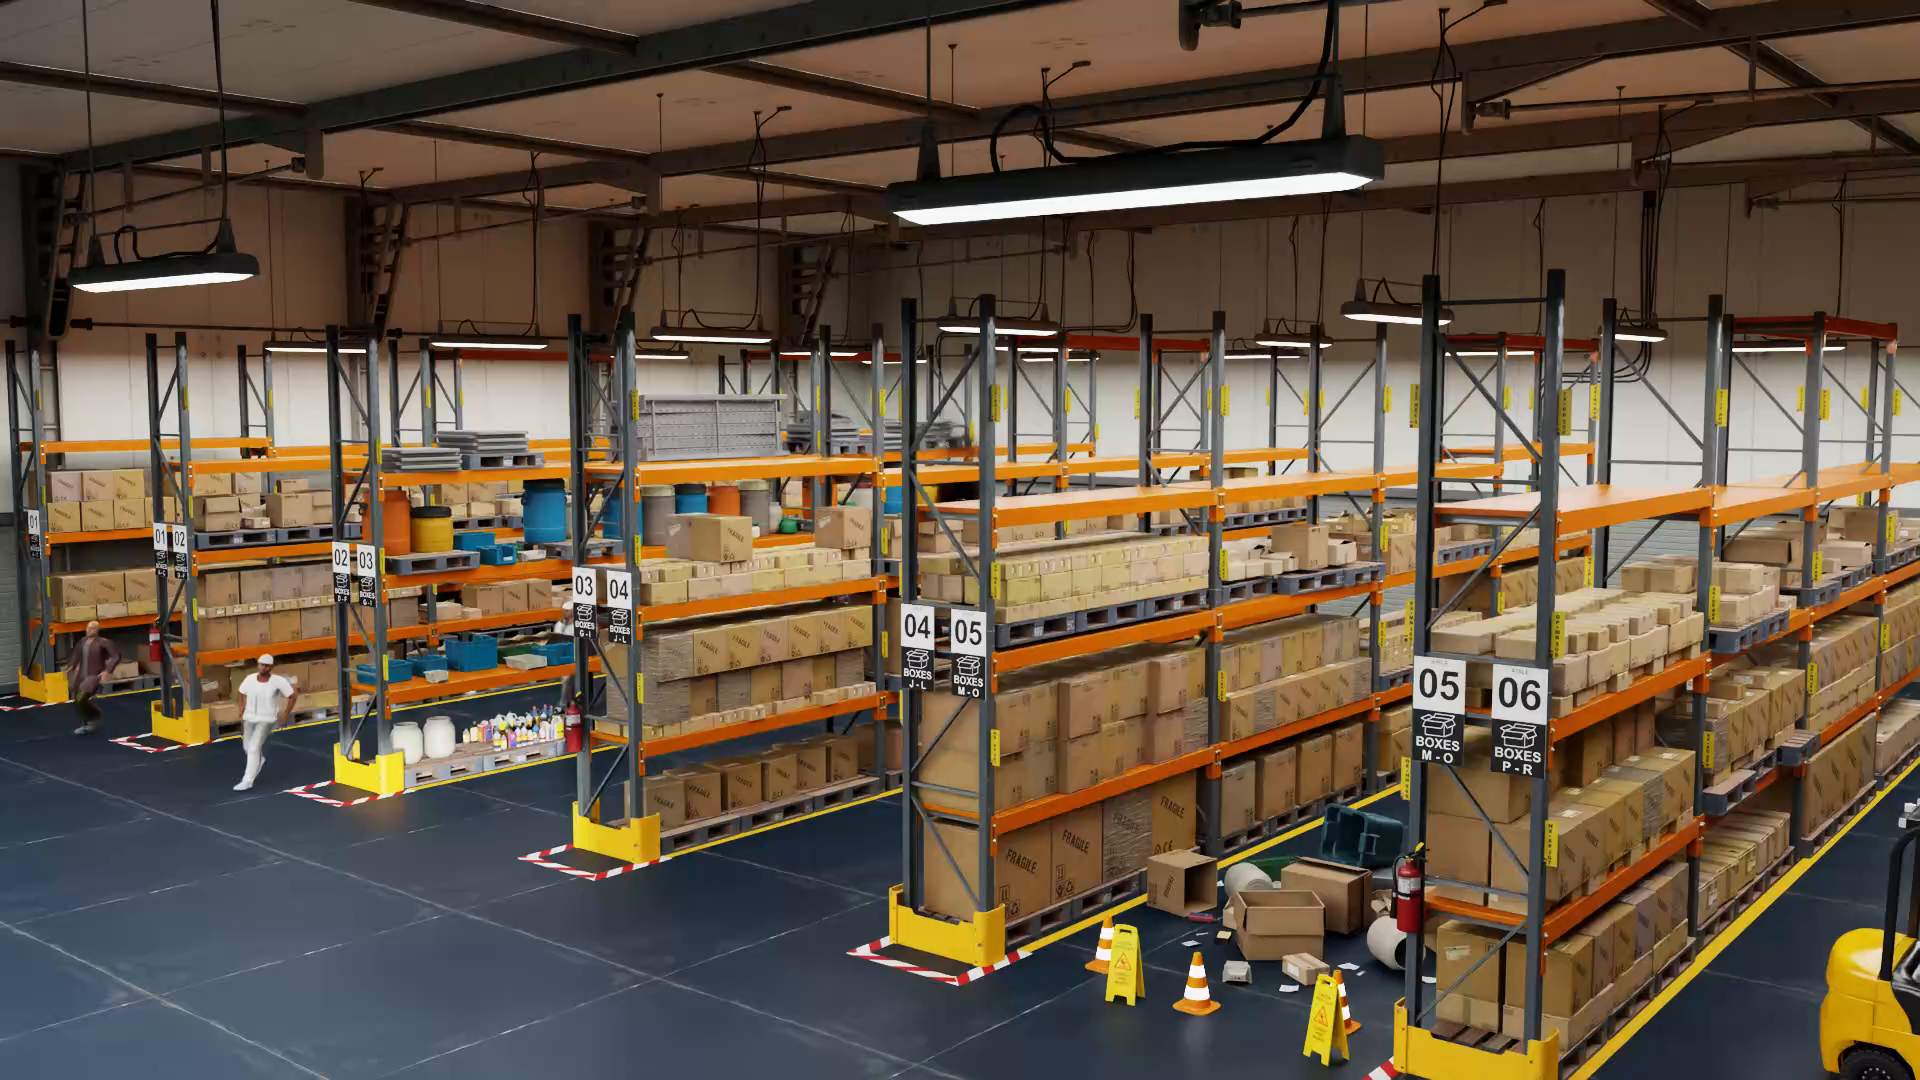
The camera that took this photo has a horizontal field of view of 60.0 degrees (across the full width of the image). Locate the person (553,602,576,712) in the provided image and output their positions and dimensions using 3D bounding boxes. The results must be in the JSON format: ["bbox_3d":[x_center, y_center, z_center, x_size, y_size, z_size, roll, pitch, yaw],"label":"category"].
[{"bbox_3d":[-6.259,1.866,26.600,0.660,1.764,0.955,2,6,25],"label":"person"}]

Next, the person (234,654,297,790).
[{"bbox_3d":[-9.081,2.343,21.707,0.765,1.736,0.854,0,5,4],"label":"person"}]

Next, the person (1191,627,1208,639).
[{"bbox_3d":[3.616,2.013,24.732,0.700,1.719,0.989,3,6,31],"label":"person"}]

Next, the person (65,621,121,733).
[{"bbox_3d":[-13.046,2.068,24.957,0.776,1.721,0.587,2,5,20],"label":"person"}]
